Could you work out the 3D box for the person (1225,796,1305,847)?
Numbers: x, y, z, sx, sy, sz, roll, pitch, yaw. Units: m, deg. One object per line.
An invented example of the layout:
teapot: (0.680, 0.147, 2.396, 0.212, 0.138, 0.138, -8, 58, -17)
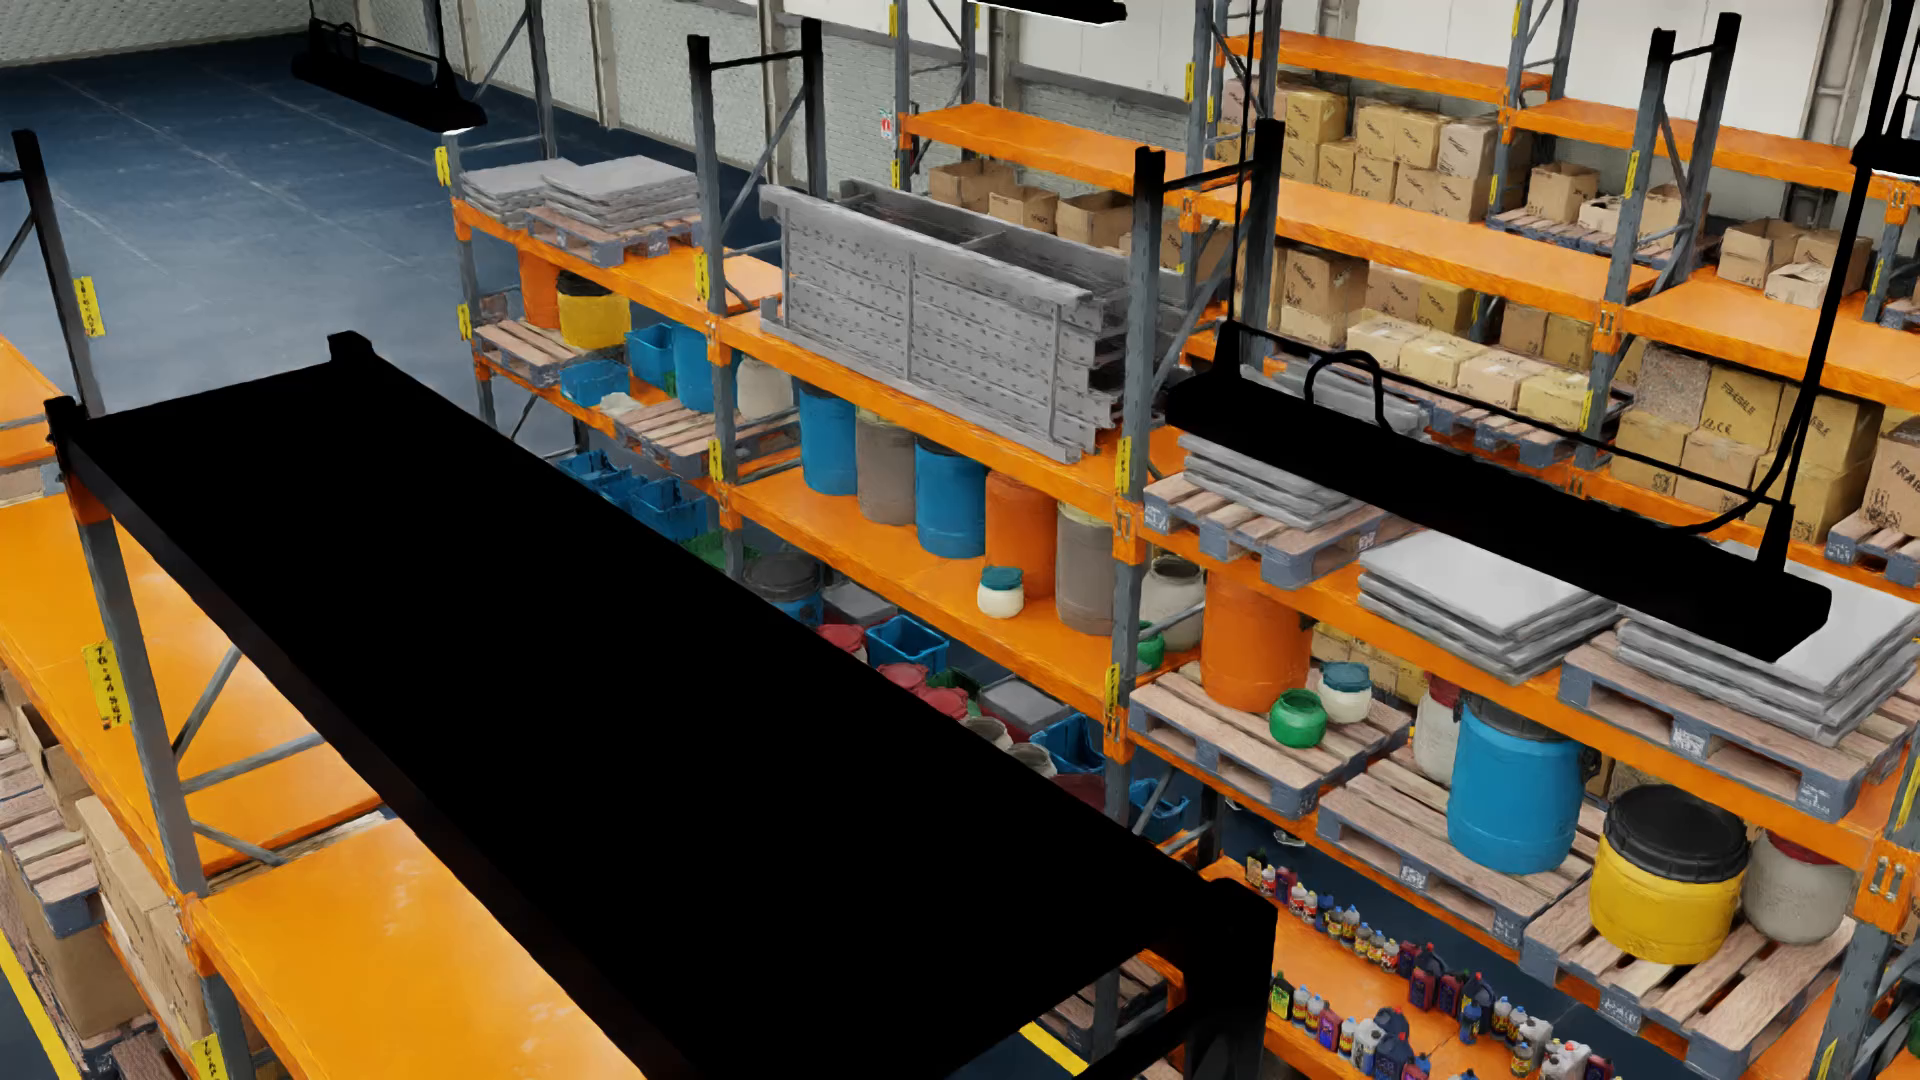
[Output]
person: (2.344, 1.576, 12.774, 0.432, 1.524, 0.947, -22, 34, -37)
